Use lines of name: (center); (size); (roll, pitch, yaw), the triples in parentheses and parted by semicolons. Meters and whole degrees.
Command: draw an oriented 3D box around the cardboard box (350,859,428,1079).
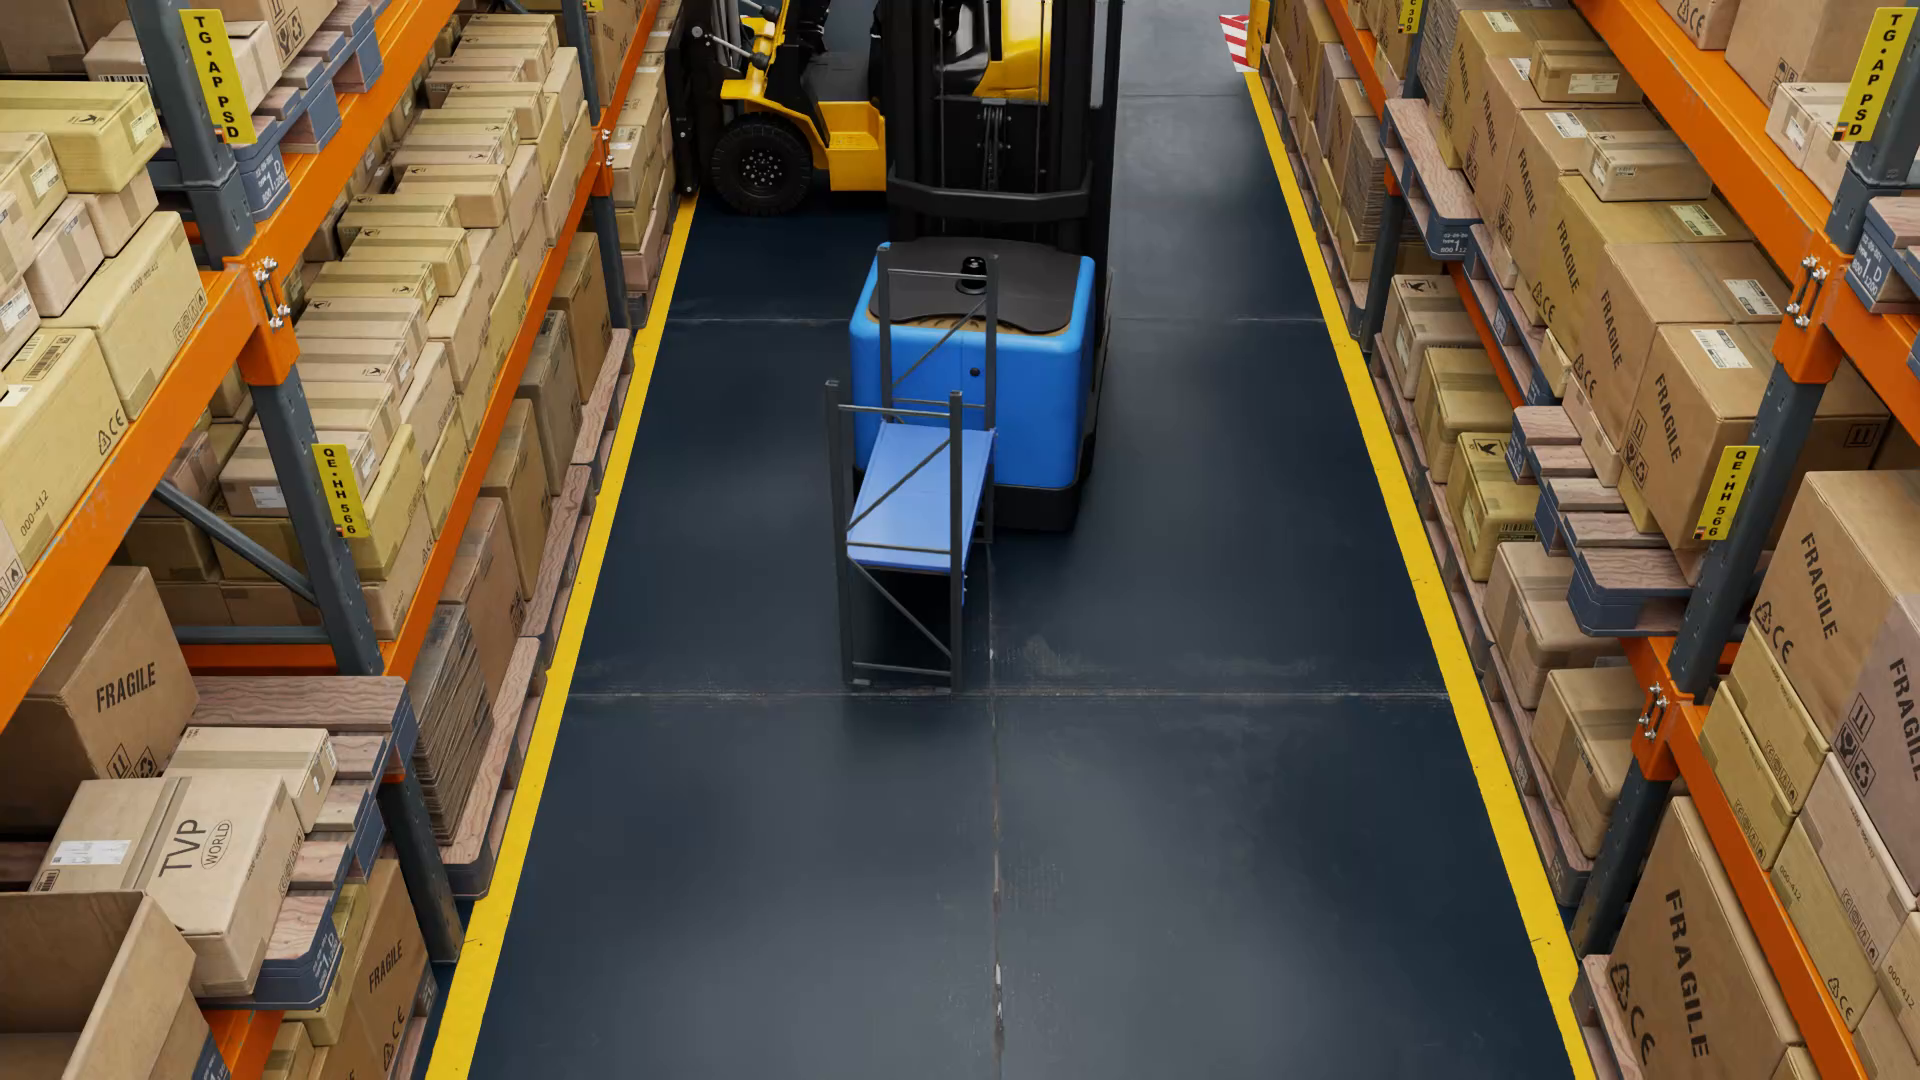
cardboard box: (-2.062, 1.368, 5.308); (0.500, 0.500, 0.500); (1, 39, 1)

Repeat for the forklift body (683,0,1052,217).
forklift body: (-0.460, -3.195, 10.017); (2.313, 2.155, 1.214); (0, 39, 0)

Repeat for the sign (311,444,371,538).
sign: (-1.735, -0.135, 4.658); (0.100, 0.325, 0.005); (0, 39, 0)

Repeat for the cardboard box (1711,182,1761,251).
cardboard box: (2.902, -0.973, 5.911); (0.500, 0.500, 0.500); (1, 39, 1)

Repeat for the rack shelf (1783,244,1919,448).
rack shelf: (2.689, 0.647, 2.721); (1.077, 0.370, 4.000); (0, 39, 0)

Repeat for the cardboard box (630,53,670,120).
cardboard box: (-1.971, -2.624, 9.689); (0.500, 0.250, 0.500); (1, 39, 1)

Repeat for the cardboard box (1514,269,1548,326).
cardboard box: (2.370, -0.954, 6.406); (0.380, 0.149, 0.250); (-1, 39, -1)

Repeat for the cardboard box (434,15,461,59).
cardboard box: (-2.496, -2.282, 7.600); (0.380, 0.149, 0.250); (-1, 39, -1)

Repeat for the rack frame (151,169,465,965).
rack frame: (-2.277, 0.292, 4.987); (1.000, 3.000, 0.127); (0, 39, 0)

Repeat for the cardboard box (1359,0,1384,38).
cardboard box: (2.425, -2.970, 8.740); (0.500, 0.500, 0.500); (1, 39, 1)

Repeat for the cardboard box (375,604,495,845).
cardboard box: (-2.264, 0.665, 6.085); (0.875, 0.625, 0.625); (1, 39, 1)

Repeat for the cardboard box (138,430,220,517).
cardboard box: (-2.480, -0.204, 5.007); (0.380, 0.149, 0.250); (1, 39, 1)

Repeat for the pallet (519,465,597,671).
pallet: (-2.238, 0.104, 7.451); (1.003, 0.211, 1.213); (0, 39, 0)

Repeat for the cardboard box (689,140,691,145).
cardboard box: (-1.964, -2.560, 10.408); (0.500, 0.250, 0.500); (1, 39, 1)

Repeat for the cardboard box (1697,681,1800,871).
cardboard box: (2.435, 0.651, 4.659); (0.500, 0.250, 0.500); (-1, 39, -1)

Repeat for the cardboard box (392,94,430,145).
cardboard box: (-2.547, -1.714, 7.211); (0.500, 0.250, 0.500); (0, 39, -1)

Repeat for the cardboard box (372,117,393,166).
cardboard box: (-2.553, -1.642, 6.802); (0.380, 0.149, 0.250); (0, 39, 0)

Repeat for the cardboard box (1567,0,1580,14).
cardboard box: (2.912, -2.246, 7.500); (0.500, 0.500, 0.500); (-1, 39, -1)

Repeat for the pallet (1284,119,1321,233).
pallet: (2.641, -2.312, 10.466); (1.003, 0.211, 1.213); (0, 39, 0)

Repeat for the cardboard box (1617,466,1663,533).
cardboard box: (2.378, -0.152, 5.407); (0.380, 0.149, 0.250); (1, 39, 1)

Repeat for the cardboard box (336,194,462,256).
cardboard box: (-2.092, -1.170, 6.212); (0.380, 0.149, 0.250); (0, 39, 0)

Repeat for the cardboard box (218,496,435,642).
cardboard box: (-2.033, 0.073, 5.381); (0.500, 0.250, 0.500); (0, 39, 0)

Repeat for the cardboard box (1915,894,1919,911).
cardboard box: (2.438, 0.799, 3.475); (0.500, 0.500, 0.500); (1, 39, 1)

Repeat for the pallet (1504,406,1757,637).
pallet: (2.579, -0.085, 5.611); (1.213, 0.211, 1.003); (0, 39, 0)

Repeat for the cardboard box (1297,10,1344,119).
cardboard box: (2.400, -2.940, 10.284); (0.500, 0.500, 0.500); (1, 39, 1)

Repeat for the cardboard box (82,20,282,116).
cardboard box: (-1.974, -1.209, 4.232); (0.380, 0.166, 0.250); (0, 39, 0)

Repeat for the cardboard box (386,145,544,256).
cardboard box: (-2.023, -1.398, 6.816); (0.500, 0.250, 0.500); (1, 39, 1)

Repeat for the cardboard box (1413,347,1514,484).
cardboard box: (2.689, -0.576, 7.836); (0.950, 0.372, 0.625); (2, 39, 3)

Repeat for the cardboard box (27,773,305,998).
cardboard box: (-1.952, 0.846, 4.080); (0.500, 0.250, 0.500); (-2, 39, -2)

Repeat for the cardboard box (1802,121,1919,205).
cardboard box: (2.476, -0.983, 4.381); (0.380, 0.149, 0.250); (0, 39, 0)

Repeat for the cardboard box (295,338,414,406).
cardboard box: (-2.011, -0.527, 5.411); (0.380, 0.149, 0.250); (1, 39, 1)

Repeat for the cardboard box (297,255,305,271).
cardboard box: (-2.608, -1.002, 6.003); (0.380, 0.149, 0.250); (-1, 39, -1)

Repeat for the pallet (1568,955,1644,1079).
pallet: (2.612, 1.867, 5.251); (1.003, 0.211, 1.213); (0, 39, 0)

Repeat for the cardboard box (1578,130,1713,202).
cardboard box: (2.402, -1.309, 5.812); (0.380, 0.149, 0.250); (-2, 39, -2)

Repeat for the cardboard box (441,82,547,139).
cardboard box: (-1.961, -1.809, 7.011); (0.380, 0.149, 0.250); (-1, 39, -1)

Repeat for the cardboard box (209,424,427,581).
cardboard box: (-2.009, -0.122, 5.224); (0.500, 0.250, 0.500); (0, 39, 0)

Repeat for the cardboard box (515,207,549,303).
cardboard box: (-2.044, -1.211, 6.983); (0.500, 0.250, 0.500); (0, 39, 0)

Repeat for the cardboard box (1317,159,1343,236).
cardboard box: (2.402, -2.009, 9.721); (0.500, 0.250, 0.500); (-1, 39, -1)

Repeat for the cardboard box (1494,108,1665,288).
cardboard box: (2.395, -1.297, 6.317); (0.500, 0.500, 0.500); (-2, 39, -2)

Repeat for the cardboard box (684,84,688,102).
cardboard box: (-1.965, -2.743, 10.238); (0.500, 0.250, 0.500); (0, 39, 0)

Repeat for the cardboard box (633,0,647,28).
cardboard box: (-2.040, -3.169, 9.225); (0.500, 0.500, 0.500); (0, 39, 0)

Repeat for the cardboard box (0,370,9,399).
cardboard box: (-2.037, -0.272, 3.094); (0.380, 0.149, 0.250); (0, 39, 0)

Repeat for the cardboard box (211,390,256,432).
cardboard box: (-2.558, -0.445, 5.627); (0.500, 0.250, 0.500); (0, 39, 0)

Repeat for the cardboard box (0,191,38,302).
cardboard box: (-2.035, -0.546, 3.198); (0.380, 0.149, 0.250); (-1, 39, -2)

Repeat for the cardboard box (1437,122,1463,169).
cardboard box: (2.358, -1.779, 7.437); (0.380, 0.149, 0.250); (1, 39, 1)

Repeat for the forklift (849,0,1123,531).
forklift: (0.224, -2.102, 8.029); (1.130, 2.935, 3.031); (5, 39, 6)

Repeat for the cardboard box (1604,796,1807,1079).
cardboard box: (2.604, 1.383, 4.989); (0.875, 0.875, 0.875); (0, 39, 0)

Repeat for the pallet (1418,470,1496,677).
pallet: (2.688, 0.124, 7.426); (1.003, 0.211, 1.213); (0, 39, 0)

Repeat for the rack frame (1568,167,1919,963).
rack frame: (2.686, 0.286, 4.995); (1.000, 3.000, 0.127); (0, 39, 0)

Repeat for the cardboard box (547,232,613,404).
cardboard box: (-2.270, -1.120, 8.313); (0.875, 0.625, 0.625); (2, 39, 2)

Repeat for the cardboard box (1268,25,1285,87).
cardboard box: (2.402, -3.303, 11.336); (0.500, 0.250, 0.500); (0, 39, 0)

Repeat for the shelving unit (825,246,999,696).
shelving unit: (-0.167, -0.281, 6.902); (0.538, 1.500, 1.048); (5, 39, 6)

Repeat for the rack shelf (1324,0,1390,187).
rack shelf: (2.679, -3.185, 9.902); (1.077, 0.370, 4.000); (0, 39, 0)

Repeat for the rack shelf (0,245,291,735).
rack shelf: (-2.275, 0.653, 2.713); (1.077, 0.370, 4.000); (0, 39, 0)
